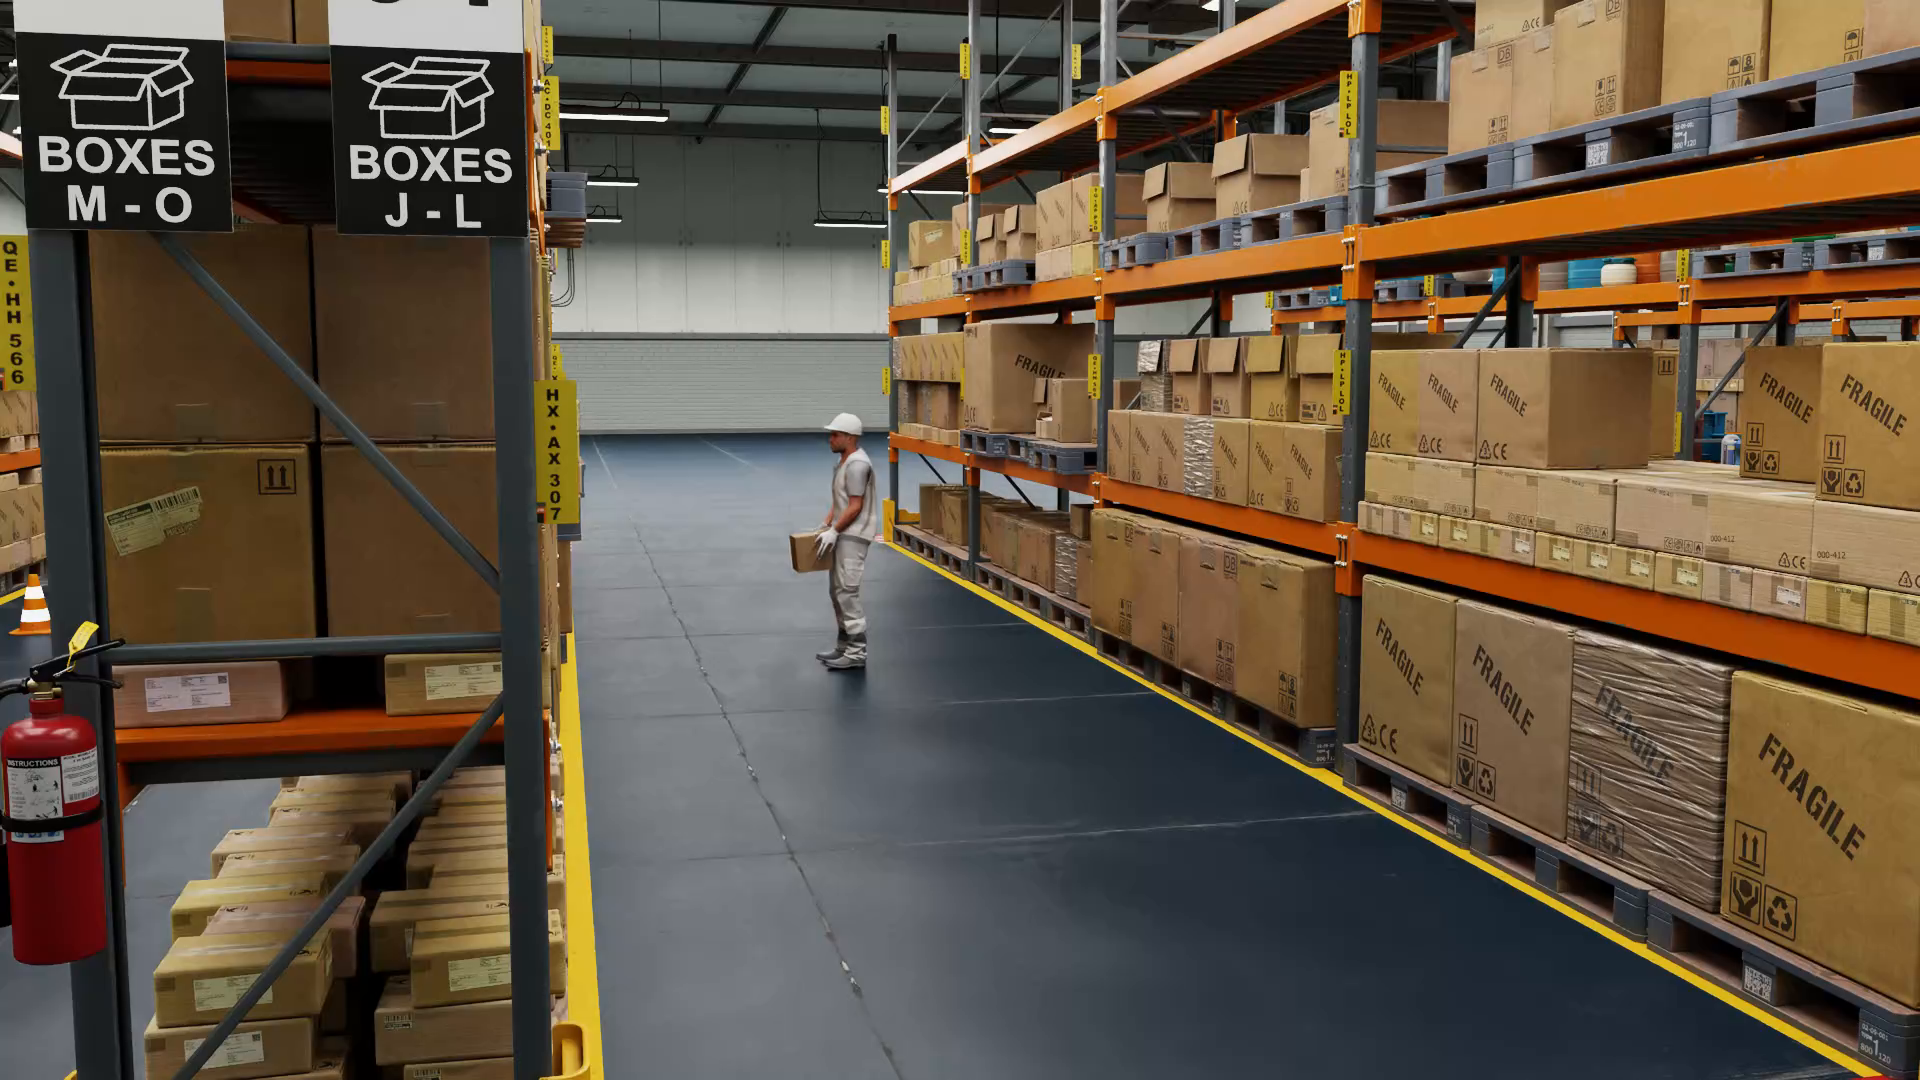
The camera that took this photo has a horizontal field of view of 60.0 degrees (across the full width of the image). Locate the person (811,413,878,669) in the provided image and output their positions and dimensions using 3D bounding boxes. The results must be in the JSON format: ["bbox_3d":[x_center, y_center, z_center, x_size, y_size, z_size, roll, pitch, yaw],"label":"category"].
[{"bbox_3d":[-0.825,0.003,11.736,0.462,1.792,0.535,-2,6,-15],"label":"person"}]
